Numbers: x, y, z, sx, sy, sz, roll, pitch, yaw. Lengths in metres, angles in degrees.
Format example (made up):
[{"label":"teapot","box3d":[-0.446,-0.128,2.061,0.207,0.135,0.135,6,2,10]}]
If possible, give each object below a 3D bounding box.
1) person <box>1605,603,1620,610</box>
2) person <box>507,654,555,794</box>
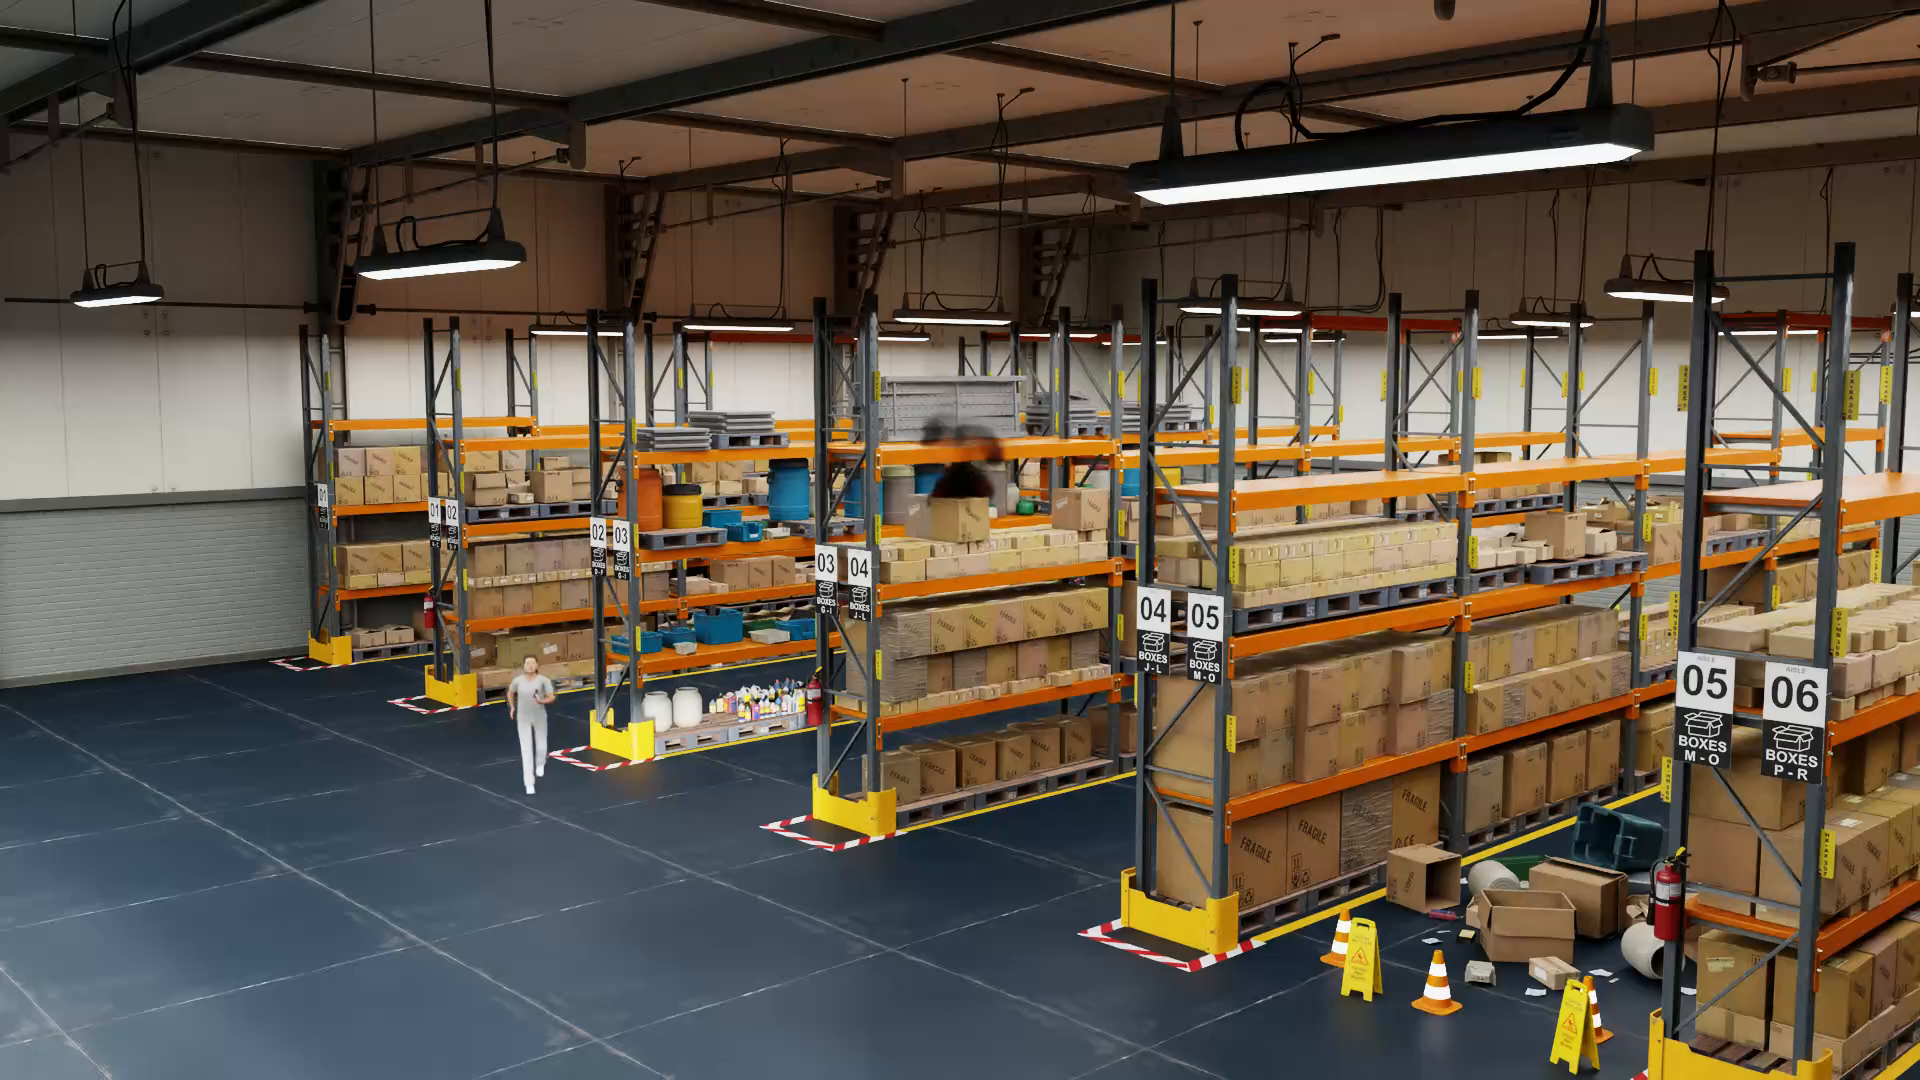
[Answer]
[{"label":"person","box3d":[9.540,1.824,24.381,0.787,1.831,0.720,-5,8,-43]},{"label":"person","box3d":[-5.251,2.212,20.388,0.571,1.643,0.958,-1,6,-14]}]
